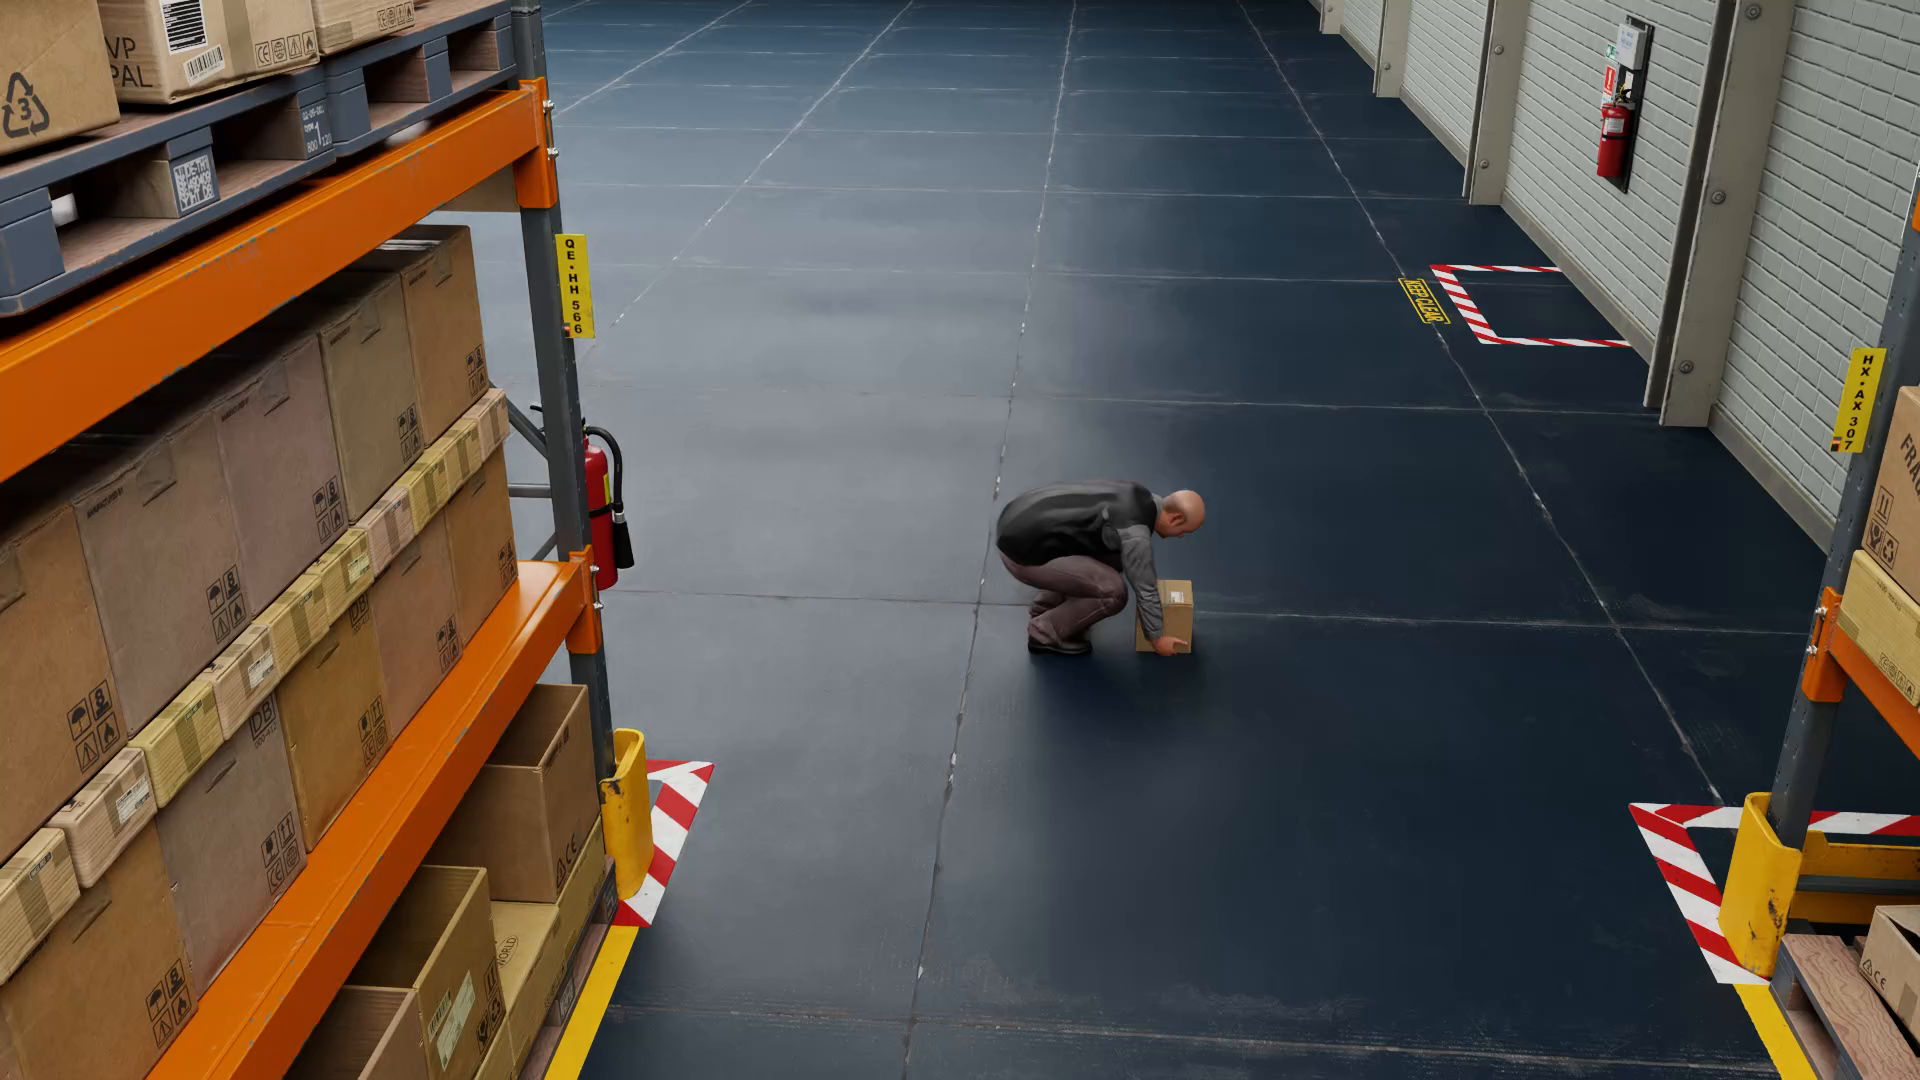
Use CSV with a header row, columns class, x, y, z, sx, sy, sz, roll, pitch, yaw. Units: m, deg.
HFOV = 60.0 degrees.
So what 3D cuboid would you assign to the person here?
class,x,y,z,sx,sy,sz,roll,pitch,yaw
person,0.632,0.108,7.570,0.939,0.790,0.505,1,24,3
